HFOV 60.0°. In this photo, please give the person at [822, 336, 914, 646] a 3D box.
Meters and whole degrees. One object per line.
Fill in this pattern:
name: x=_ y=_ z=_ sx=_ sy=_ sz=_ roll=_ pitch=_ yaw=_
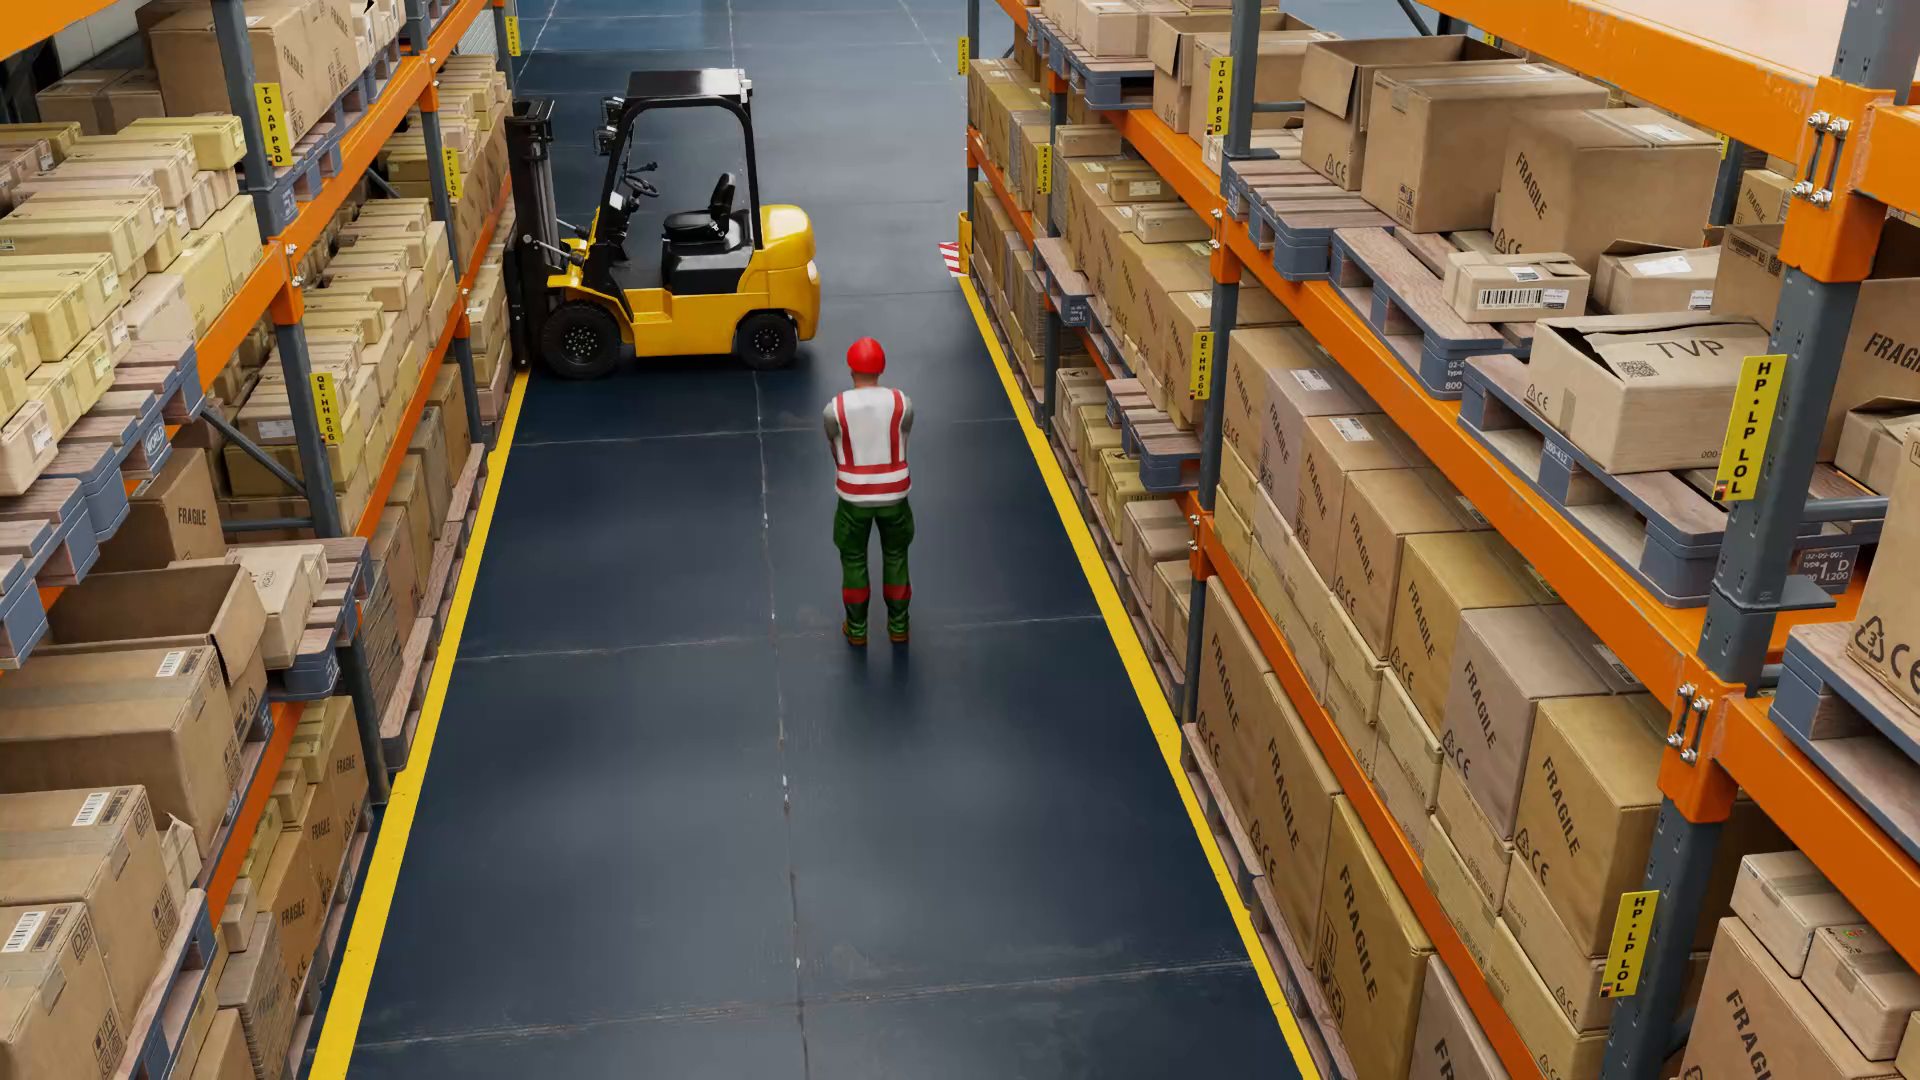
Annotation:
person: x=-0.501 y=-0.294 z=9.172 sx=0.495 sy=1.784 sz=0.560 roll=-4 pitch=27 yaw=-8
